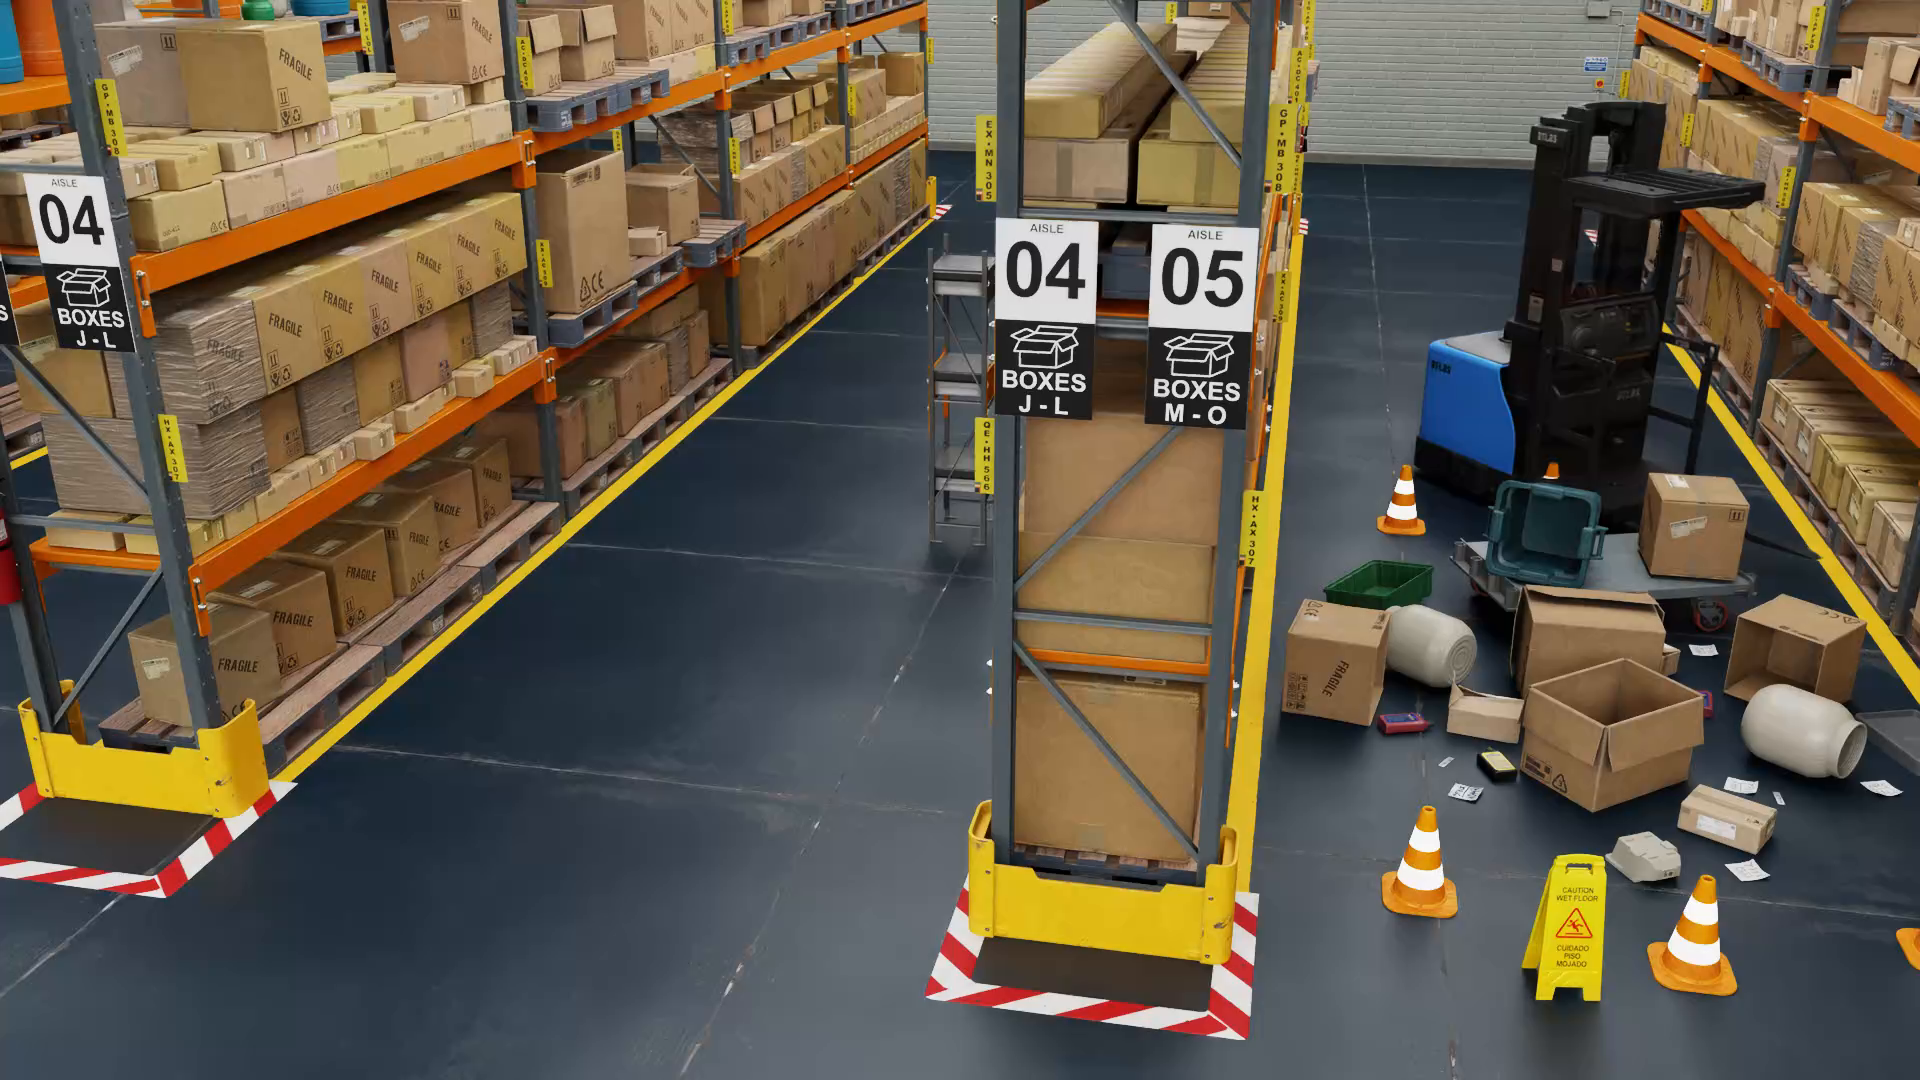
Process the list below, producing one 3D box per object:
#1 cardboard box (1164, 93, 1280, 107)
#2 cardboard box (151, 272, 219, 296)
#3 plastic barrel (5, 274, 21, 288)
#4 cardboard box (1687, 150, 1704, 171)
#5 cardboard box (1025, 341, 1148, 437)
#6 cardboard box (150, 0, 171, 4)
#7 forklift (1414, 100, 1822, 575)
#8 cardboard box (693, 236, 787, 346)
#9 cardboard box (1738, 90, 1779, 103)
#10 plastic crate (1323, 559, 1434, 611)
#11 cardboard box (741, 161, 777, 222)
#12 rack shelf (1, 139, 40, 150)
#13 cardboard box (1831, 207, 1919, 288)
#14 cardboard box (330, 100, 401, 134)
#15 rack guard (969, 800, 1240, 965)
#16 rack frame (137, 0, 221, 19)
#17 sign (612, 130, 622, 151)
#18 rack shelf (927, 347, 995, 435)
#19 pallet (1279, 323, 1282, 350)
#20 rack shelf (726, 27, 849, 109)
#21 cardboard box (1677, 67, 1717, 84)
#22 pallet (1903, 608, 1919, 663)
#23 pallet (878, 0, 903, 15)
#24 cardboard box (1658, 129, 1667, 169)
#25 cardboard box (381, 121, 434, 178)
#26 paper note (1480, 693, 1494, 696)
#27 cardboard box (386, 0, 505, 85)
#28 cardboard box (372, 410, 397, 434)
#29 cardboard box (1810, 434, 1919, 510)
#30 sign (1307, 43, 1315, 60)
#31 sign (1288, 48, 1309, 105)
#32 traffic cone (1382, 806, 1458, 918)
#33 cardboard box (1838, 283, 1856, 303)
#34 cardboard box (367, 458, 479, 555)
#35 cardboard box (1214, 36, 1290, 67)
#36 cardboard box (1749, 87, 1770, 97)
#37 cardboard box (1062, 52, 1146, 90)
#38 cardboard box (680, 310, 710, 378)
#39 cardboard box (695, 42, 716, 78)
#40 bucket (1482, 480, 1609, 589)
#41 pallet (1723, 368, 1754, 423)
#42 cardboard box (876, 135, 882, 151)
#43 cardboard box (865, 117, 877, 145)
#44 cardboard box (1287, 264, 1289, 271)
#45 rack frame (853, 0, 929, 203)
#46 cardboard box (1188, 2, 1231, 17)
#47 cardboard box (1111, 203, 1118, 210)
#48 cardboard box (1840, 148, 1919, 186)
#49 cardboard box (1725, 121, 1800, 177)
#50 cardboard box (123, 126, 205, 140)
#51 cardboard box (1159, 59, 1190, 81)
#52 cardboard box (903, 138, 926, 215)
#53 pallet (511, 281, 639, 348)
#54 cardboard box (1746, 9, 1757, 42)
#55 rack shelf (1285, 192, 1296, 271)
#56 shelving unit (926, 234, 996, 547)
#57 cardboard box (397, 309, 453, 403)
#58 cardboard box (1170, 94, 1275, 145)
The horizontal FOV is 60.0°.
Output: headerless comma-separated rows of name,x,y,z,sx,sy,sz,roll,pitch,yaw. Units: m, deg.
cardboard box,1.194,-1.879,7.594,0.500,0.250,0.500,4,22,10
cardboard box,-4.229,-1.117,8.741,0.500,0.500,0.500,4,22,11
plastic barrel,-7.818,-2.302,13.372,0.433,0.535,0.433,0,22,0
cardboard box,7.589,-3.721,16.610,0.500,0.250,0.500,4,22,9
cardboard box,0.775,-0.562,7.587,0.875,0.550,0.550,4,22,11
cardboard box,-10.795,-7.240,22.000,0.500,0.250,0.500,4,22,11
forklift,4.703,-1.484,11.615,1.130,2.935,3.031,-11,24,-25
cardboard box,-2.402,-2.451,16.206,1.225,0.875,0.875,3,22,8
cardboard box,8.289,-4.364,17.203,0.500,0.500,0.500,5,22,11
plastic crate,2.703,0.328,10.711,0.450,0.188,0.662,7,21,42
cardboard box,-2.095,-3.383,16.105,0.500,0.500,0.500,4,22,9
rack shelf,-11.852,-4.145,19.094,1.077,0.370,4.000,4,22,11
cardboard box,6.619,-2.082,11.914,0.500,0.500,0.500,5,22,12
cardboard box,-3.427,-2.412,9.478,0.380,0.149,0.250,6,23,13
rack guard,0.634,1.518,7.415,1.175,0.500,0.348,4,22,11
rack frame,-7.412,-6.151,15.082,1.000,3.000,0.127,4,22,11
sign,-3.107,-3.569,15.151,0.100,0.325,0.005,4,22,11
rack shelf,0.034,-1.022,11.617,0.431,0.518,0.480,4,22,11
pallet,2.684,-2.013,16.570,1.003,0.211,1.213,4,22,11
rack shelf,-2.155,-4.780,16.655,1.077,0.370,4.000,4,22,11
cardboard box,7.976,-5.013,17.946,0.380,0.149,0.250,4,22,11
pallet,6.220,0.769,9.662,1.003,0.211,1.213,4,22,11
pallet,-1.319,-6.548,20.199,1.003,0.211,1.213,4,22,11
cardboard box,7.987,-4.308,18.400,0.500,0.500,0.500,4,22,10
cardboard box,-3.433,-2.286,9.701,0.500,0.250,0.500,4,22,11
paper note,2.970,0.904,9.579,0.172,0.023,0.155,13,25,29
cardboard box,-3.222,-3.152,10.448,0.500,0.500,0.500,4,22,9
cardboard box,-3.582,-0.678,9.857,0.380,0.149,0.250,4,22,11
cardboard box,6.710,-0.458,11.932,0.950,0.372,0.625,5,23,13
sign,4.443,-6.136,21.101,0.100,0.325,0.005,4,22,11
sign,1.999,-2.739,9.827,0.100,0.325,0.005,4,22,11
traffic cone,2.138,1.440,7.657,0.336,0.463,0.334,4,22,11
cardboard box,6.649,-1.819,12.128,0.380,0.149,0.250,6,23,14
cardboard box,-3.610,-0.210,11.144,0.500,0.500,0.500,12,25,28
cardboard box,1.538,-2.565,8.766,0.380,0.149,0.250,5,22,12
cardboard box,8.273,-4.605,16.933,0.380,0.149,0.250,4,22,10
cardboard box,0.687,-2.243,7.966,0.380,0.149,0.250,5,22,11
cardboard box,-2.680,-1.789,15.038,0.700,0.500,0.500,3,22,8
cardboard box,-2.420,-4.120,14.255,0.500,0.250,0.500,5,22,11
bucket,3.685,-0.074,10.370,0.726,0.611,0.620,13,15,29
pallet,7.373,-1.225,14.612,1.003,0.211,1.213,4,22,11
cardboard box,-1.150,-4.803,20.100,0.380,0.149,0.250,4,22,10
cardboard box,-1.288,-4.856,19.698,0.500,0.250,0.500,4,22,11
cardboard box,3.477,-3.020,18.591,0.380,0.149,0.250,3,22,9
rack frame,-0.931,-5.917,22.530,1.000,3.000,0.127,4,22,11
cardboard box,2.100,-4.537,13.929,0.396,0.266,0.258,4,22,11
cardboard box,0.479,-1.500,7.188,0.380,0.149,0.250,5,22,12
cardboard box,7.478,-2.908,13.586,0.500,0.500,0.500,4,22,9
cardboard box,7.302,-3.509,15.078,0.500,0.500,0.500,4,22,10
cardboard box,-4.128,-2.067,8.622,0.380,0.149,0.250,5,22,12
cardboard box,0.980,-2.472,9.068,0.500,0.250,0.500,4,22,10
cardboard box,-0.983,-4.886,22.252,0.875,0.875,0.875,4,22,11
pallet,-3.081,-1.708,12.335,1.003,0.211,1.213,4,22,11
cardboard box,7.239,-4.581,14.815,0.396,0.266,0.258,6,23,15
rack shelf,2.680,-2.974,16.185,1.077,0.370,4.000,4,22,11
shelving unit,0.034,-1.035,11.612,0.431,2.100,0.503,4,22,11
cardboard box,-3.672,-1.182,10.241,0.875,0.500,0.500,4,22,11
cardboard box,1.019,-1.634,6.453,0.380,0.149,0.250,5,22,12
